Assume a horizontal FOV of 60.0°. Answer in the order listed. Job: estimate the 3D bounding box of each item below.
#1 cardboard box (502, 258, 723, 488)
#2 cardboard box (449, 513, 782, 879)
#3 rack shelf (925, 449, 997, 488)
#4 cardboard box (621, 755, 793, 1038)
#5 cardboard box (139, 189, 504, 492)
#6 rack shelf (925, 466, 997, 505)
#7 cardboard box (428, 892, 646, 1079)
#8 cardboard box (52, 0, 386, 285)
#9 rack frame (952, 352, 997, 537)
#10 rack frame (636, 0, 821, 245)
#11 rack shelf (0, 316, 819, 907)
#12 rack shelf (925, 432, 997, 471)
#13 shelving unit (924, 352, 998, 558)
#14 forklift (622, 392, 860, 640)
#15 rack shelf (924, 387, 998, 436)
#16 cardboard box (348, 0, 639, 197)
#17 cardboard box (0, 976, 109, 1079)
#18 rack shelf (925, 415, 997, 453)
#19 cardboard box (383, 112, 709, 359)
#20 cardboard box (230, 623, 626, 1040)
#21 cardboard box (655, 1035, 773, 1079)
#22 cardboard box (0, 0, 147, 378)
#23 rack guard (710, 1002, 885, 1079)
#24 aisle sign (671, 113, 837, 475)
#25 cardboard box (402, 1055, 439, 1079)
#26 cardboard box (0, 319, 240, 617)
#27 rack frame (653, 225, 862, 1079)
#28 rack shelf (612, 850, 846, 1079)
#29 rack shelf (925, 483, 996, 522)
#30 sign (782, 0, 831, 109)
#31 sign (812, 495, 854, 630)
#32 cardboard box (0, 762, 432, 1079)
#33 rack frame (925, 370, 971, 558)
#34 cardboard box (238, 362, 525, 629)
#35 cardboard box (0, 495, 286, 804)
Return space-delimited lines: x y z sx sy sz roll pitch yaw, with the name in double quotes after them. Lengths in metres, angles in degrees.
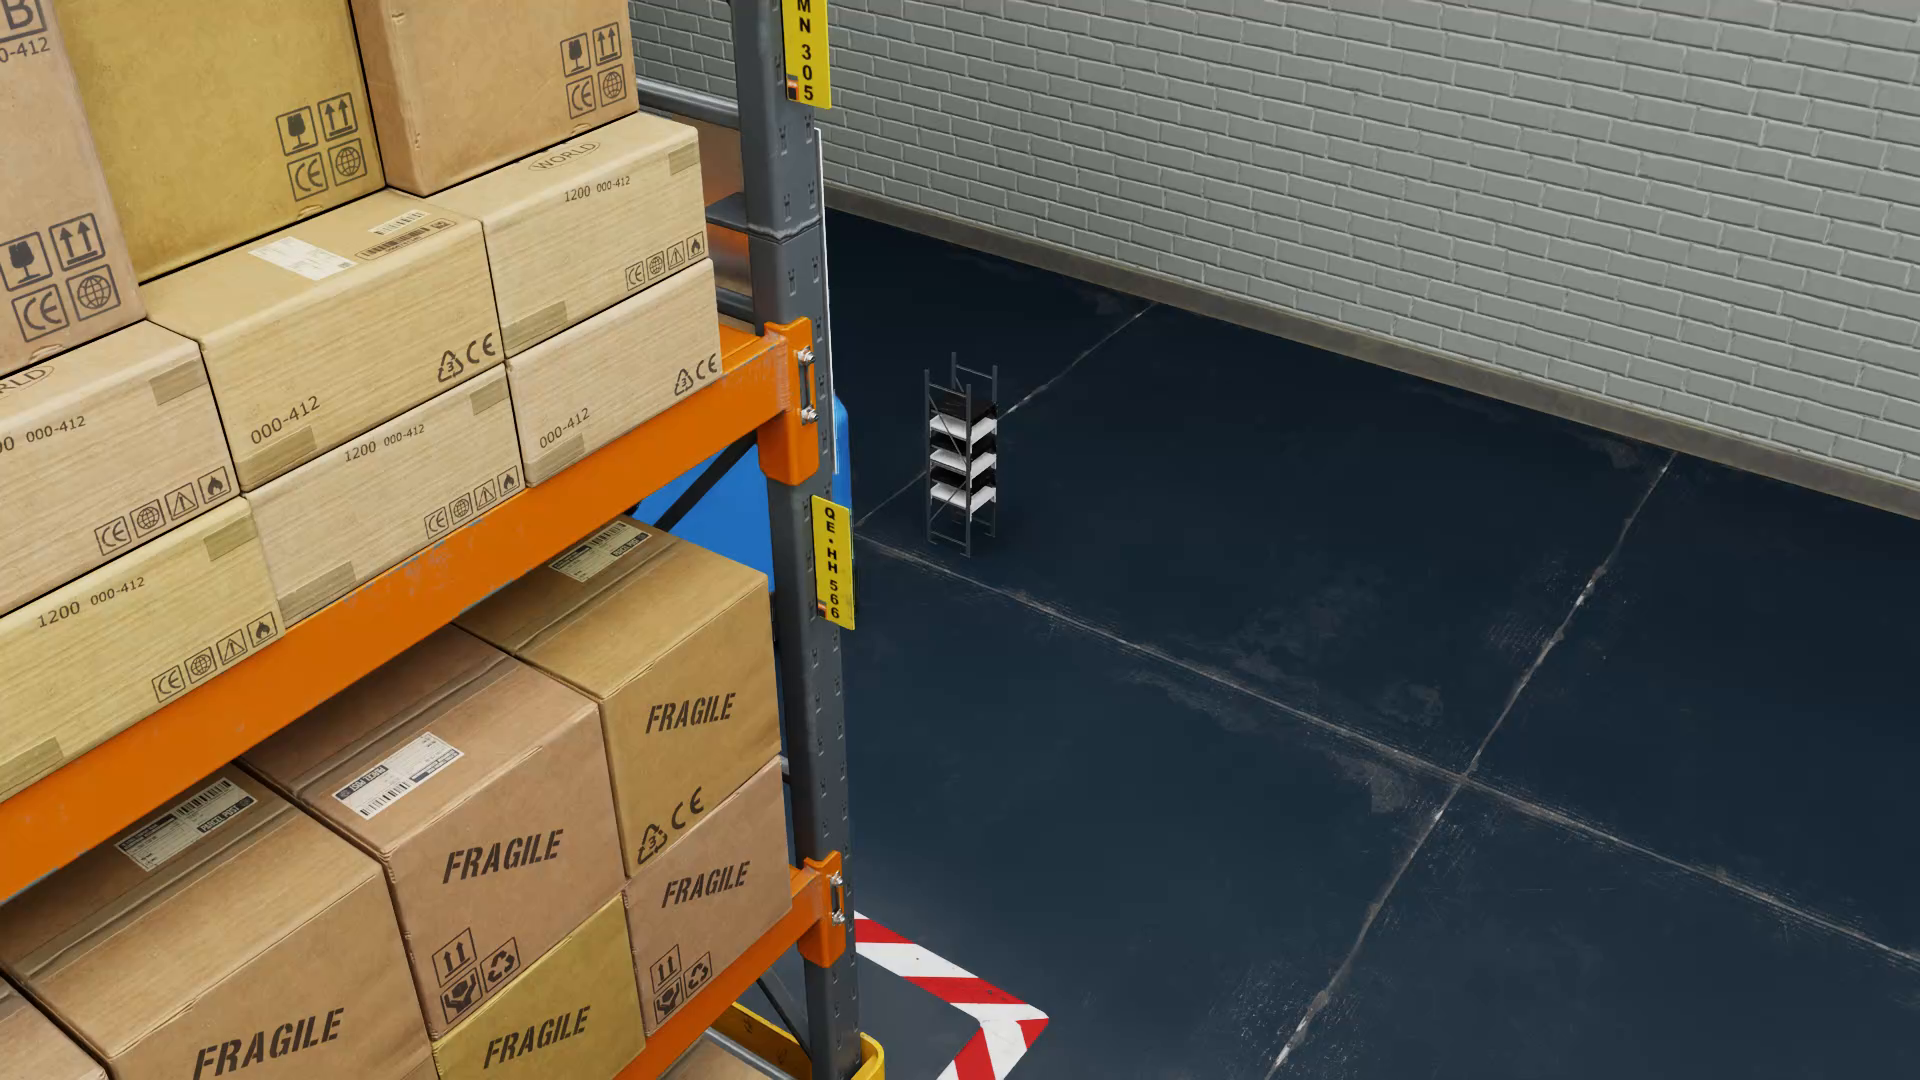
-0.801 -0.382 3.094 0.500 0.250 0.500 21 39 28 "cardboard box"
-0.752 0.314 3.626 0.500 0.500 0.500 21 39 28 "cardboard box"
0.005 -0.349 7.522 0.258 0.077 0.200 21 39 28 "rack shelf"
-0.756 0.729 3.905 0.500 0.500 0.500 23 40 30 "cardboard box"
-1.093 -0.362 2.618 0.500 0.250 0.500 21 39 28 "cardboard box"
0.005 -0.274 7.573 0.258 0.077 0.200 21 39 28 "rack shelf"
-1.049 0.969 3.550 0.500 0.500 0.500 22 40 29 "cardboard box"
-1.359 -0.776 2.561 0.700 0.500 0.500 21 39 28 "cardboard box"
0.063 -0.423 7.573 0.240 0.900 0.006 21 39 28 "rack frame"
-0.725 -2.008 2.686 1.000 3.000 0.127 21 39 28 "rack frame"
-1.865 0.453 2.367 1.077 0.370 4.000 21 39 28 "rack shelf"
0.005 -0.423 7.472 0.258 0.077 0.200 21 39 28 "rack shelf"
0.005 -0.376 7.503 0.258 0.900 0.210 21 39 28 "shelving unit"
-2.000 -0.764 6.263 3.031 2.935 1.130 -13 36 -19 "forklift"
0.005 -0.573 7.371 0.258 0.077 0.200 21 39 28 "rack shelf"
-1.004 -0.979 2.861 0.700 0.500 0.500 21 39 28 "cardboard box"
-1.624 1.024 2.577 0.500 0.500 0.500 23 40 30 "cardboard box"
0.005 -0.498 7.421 0.258 0.077 0.200 21 39 28 "rack shelf"
-0.808 -0.592 2.958 0.500 0.250 0.500 21 39 28 "cardboard box"
-1.040 0.547 3.281 0.500 0.500 0.500 22 40 29 "cardboard box"
-0.832 1.659 4.457 0.500 0.500 0.500 21 39 28 "cardboard box"
-1.556 -0.512 2.170 0.700 0.500 0.500 21 39 28 "cardboard box"
-0.768 1.548 5.015 1.175 0.500 0.348 21 39 28 "rack guard"
-0.434 -0.533 3.540 0.394 0.787 0.004 21 39 28 "aisle sign"
-1.338 1.197 3.214 0.500 0.500 0.500 22 40 29 "cardboard box"
-1.381 -0.133 2.279 0.500 0.250 0.500 21 39 28 "cardboard box"
-0.725 0.477 4.367 1.000 3.000 0.127 21 39 28 "rack frame"
-1.865 1.696 3.207 1.077 0.370 4.000 21 39 28 "rack shelf"
0.005 -0.200 7.623 0.258 0.077 0.200 21 39 28 "rack shelf"
-0.280 -0.946 3.002 0.100 0.325 0.005 21 39 28 "sign"
-0.280 0.053 3.678 0.100 0.325 0.005 21 39 28 "sign"
-1.332 0.787 2.926 0.500 0.500 0.500 22 40 29 "cardboard box"
-0.053 -0.330 7.434 0.240 0.900 0.006 21 39 28 "rack frame"
-1.095 -0.156 2.759 0.500 0.250 0.500 21 39 28 "cardboard box"
-1.369 0.078 2.413 0.500 0.250 0.500 21 39 28 "cardboard box"
